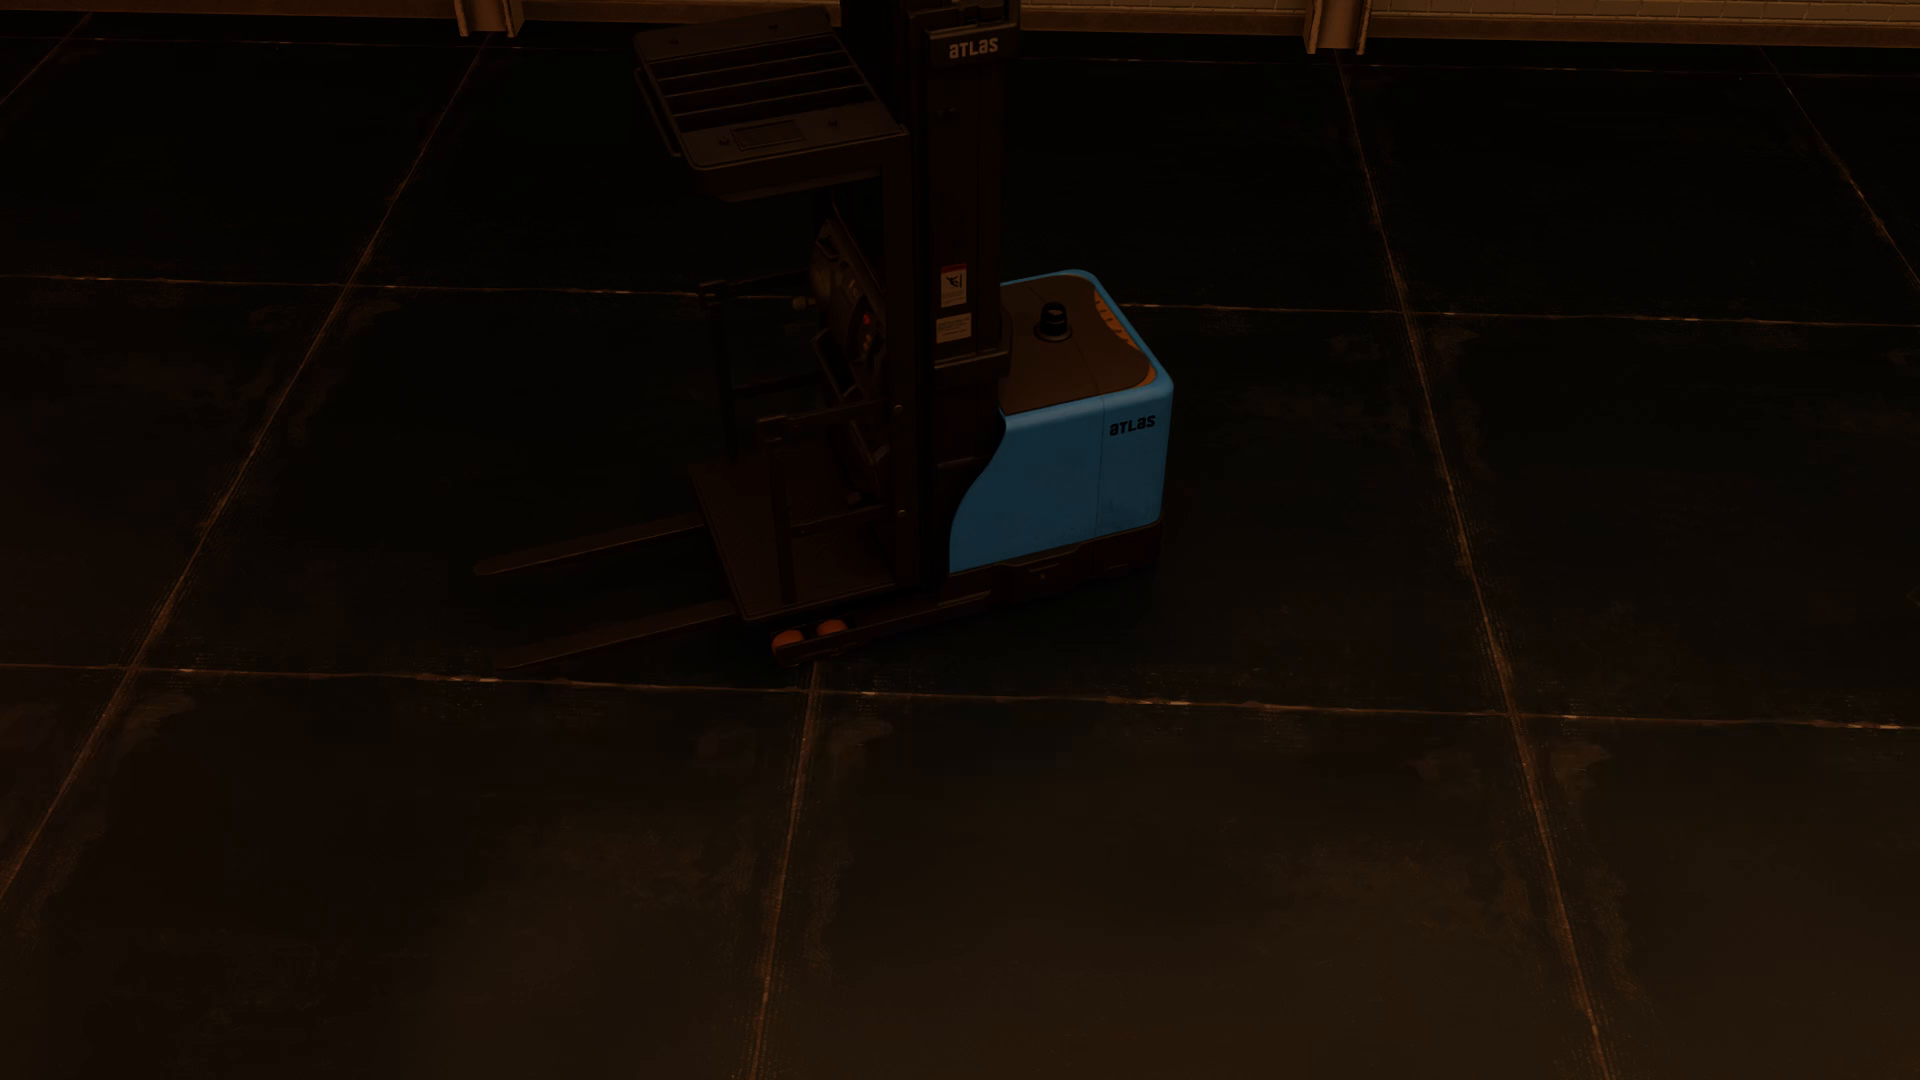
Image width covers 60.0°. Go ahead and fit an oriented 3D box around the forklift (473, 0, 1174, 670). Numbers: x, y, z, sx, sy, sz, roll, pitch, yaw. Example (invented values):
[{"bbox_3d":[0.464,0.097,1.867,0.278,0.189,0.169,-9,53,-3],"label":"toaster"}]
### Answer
[{"bbox_3d":[-0.644,-0.928,6.759,3.031,2.935,1.130,-13,44,-14],"label":"forklift"}]
